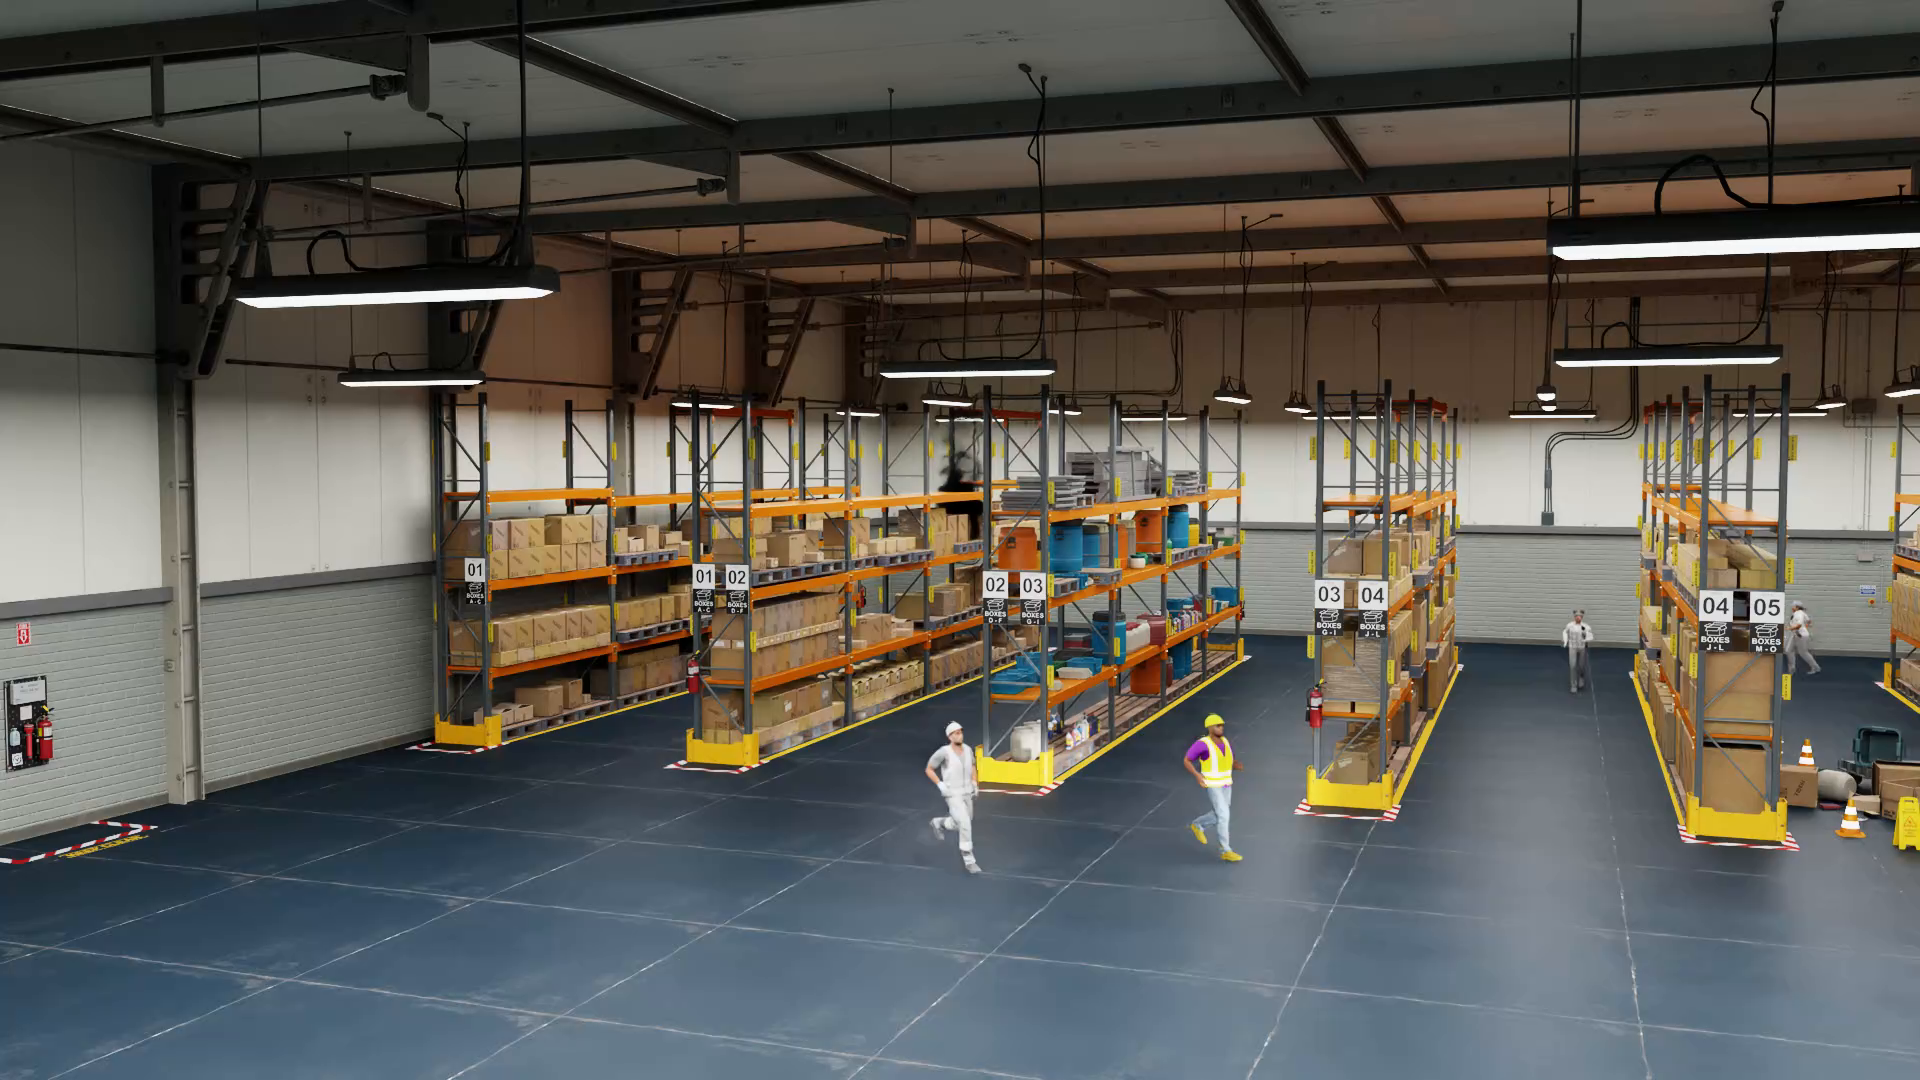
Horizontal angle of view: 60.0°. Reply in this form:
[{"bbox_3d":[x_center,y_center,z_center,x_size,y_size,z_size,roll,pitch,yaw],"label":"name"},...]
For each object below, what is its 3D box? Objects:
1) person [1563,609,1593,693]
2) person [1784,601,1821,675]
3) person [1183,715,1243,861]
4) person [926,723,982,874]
[{"bbox_3d":[12.931,2.297,34.821,0.619,1.711,0.803,1,3,24],"label":"person"},{"bbox_3d":[18.734,2.224,37.000,0.798,1.721,0.586,1,3,23],"label":"person"},{"bbox_3d":[3.149,3.027,20.529,0.714,1.747,0.931,-2,4,-39],"label":"person"},{"bbox_3d":[-0.059,3.079,20.073,0.640,1.758,0.999,-3,4,-43],"label":"person"}]
